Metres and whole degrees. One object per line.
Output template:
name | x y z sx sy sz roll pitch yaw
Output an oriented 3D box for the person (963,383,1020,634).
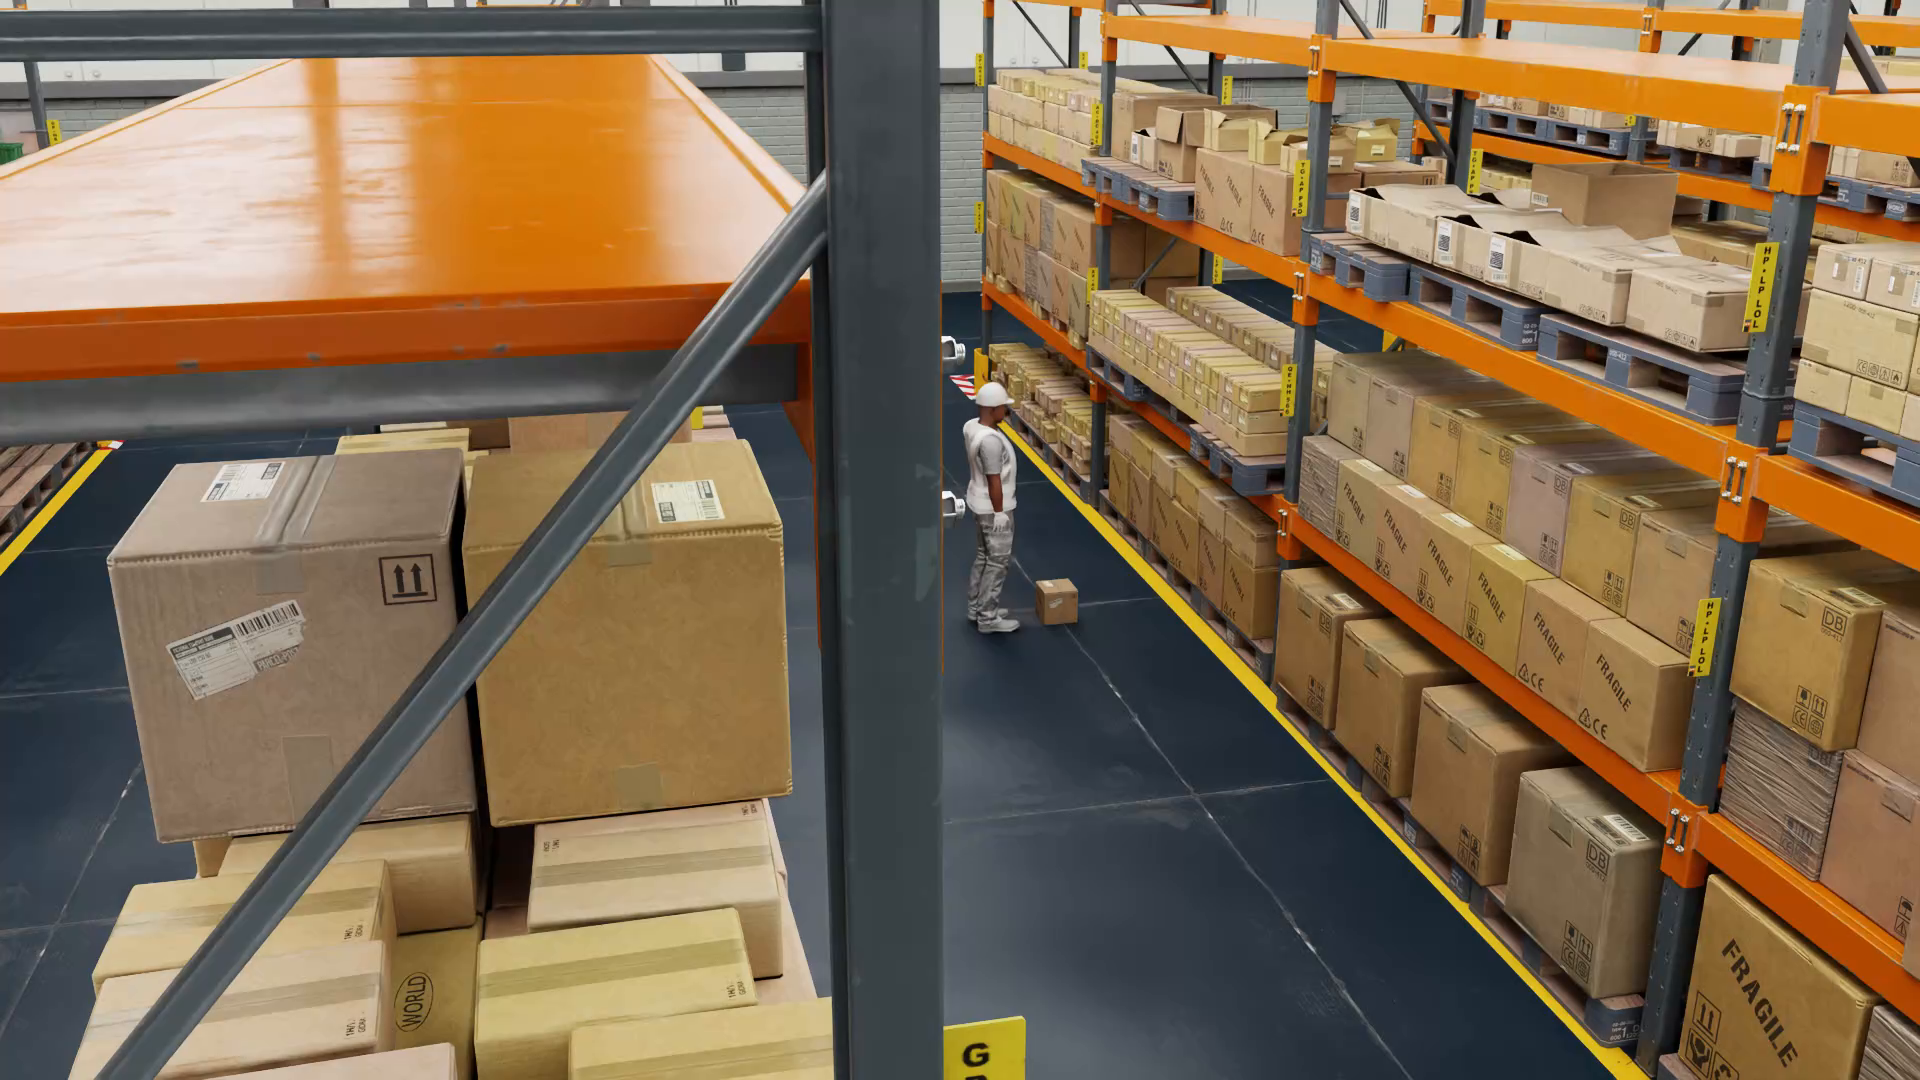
person | 0.221 -0.236 11.720 0.361 1.781 0.547 -4 20 -11
